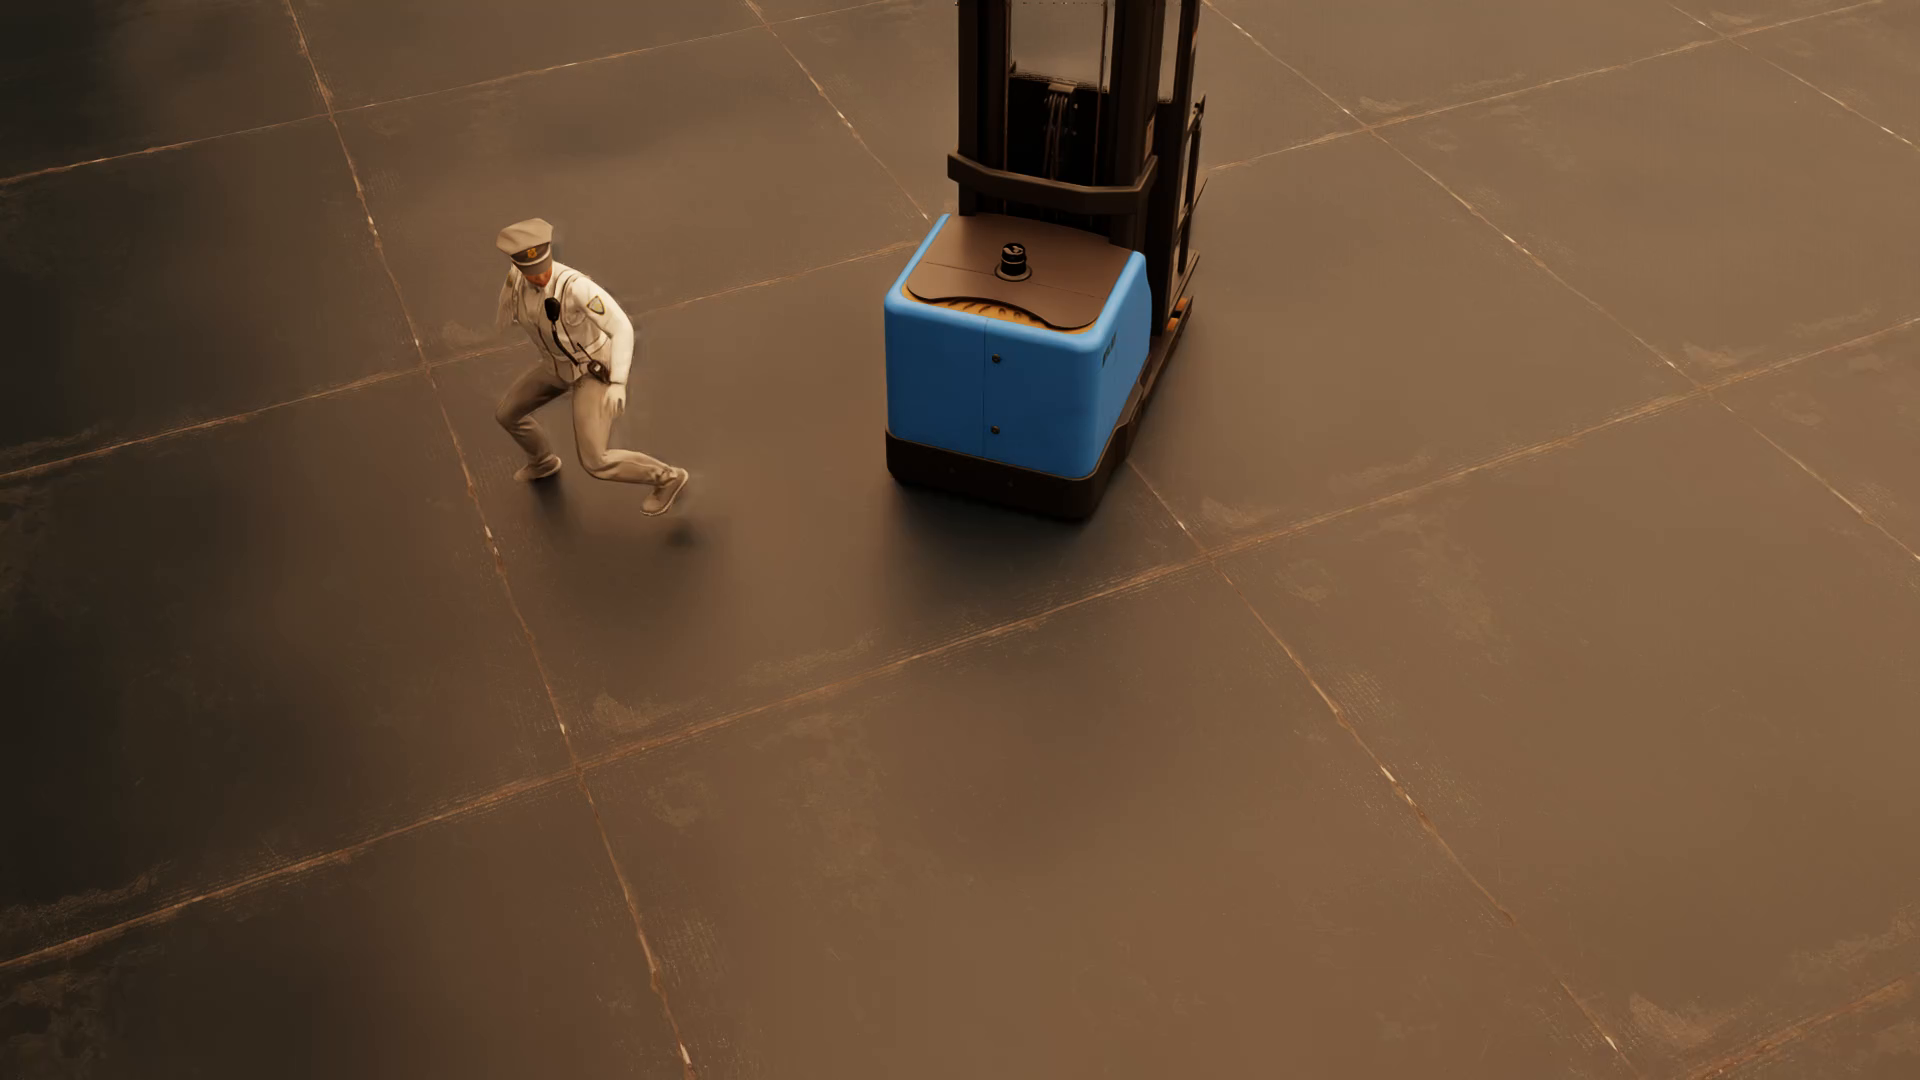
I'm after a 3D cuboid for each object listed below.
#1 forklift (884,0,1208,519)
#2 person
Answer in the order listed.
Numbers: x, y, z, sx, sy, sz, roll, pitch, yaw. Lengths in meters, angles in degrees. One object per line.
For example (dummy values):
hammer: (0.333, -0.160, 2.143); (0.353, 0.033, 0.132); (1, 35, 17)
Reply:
forklift: (0.624, -2.191, 8.028); (1.130, 2.935, 3.031); (14, 45, 15)
person: (-1.820, -0.781, 7.603); (1.077, 1.562, 0.472); (30, 51, 28)
